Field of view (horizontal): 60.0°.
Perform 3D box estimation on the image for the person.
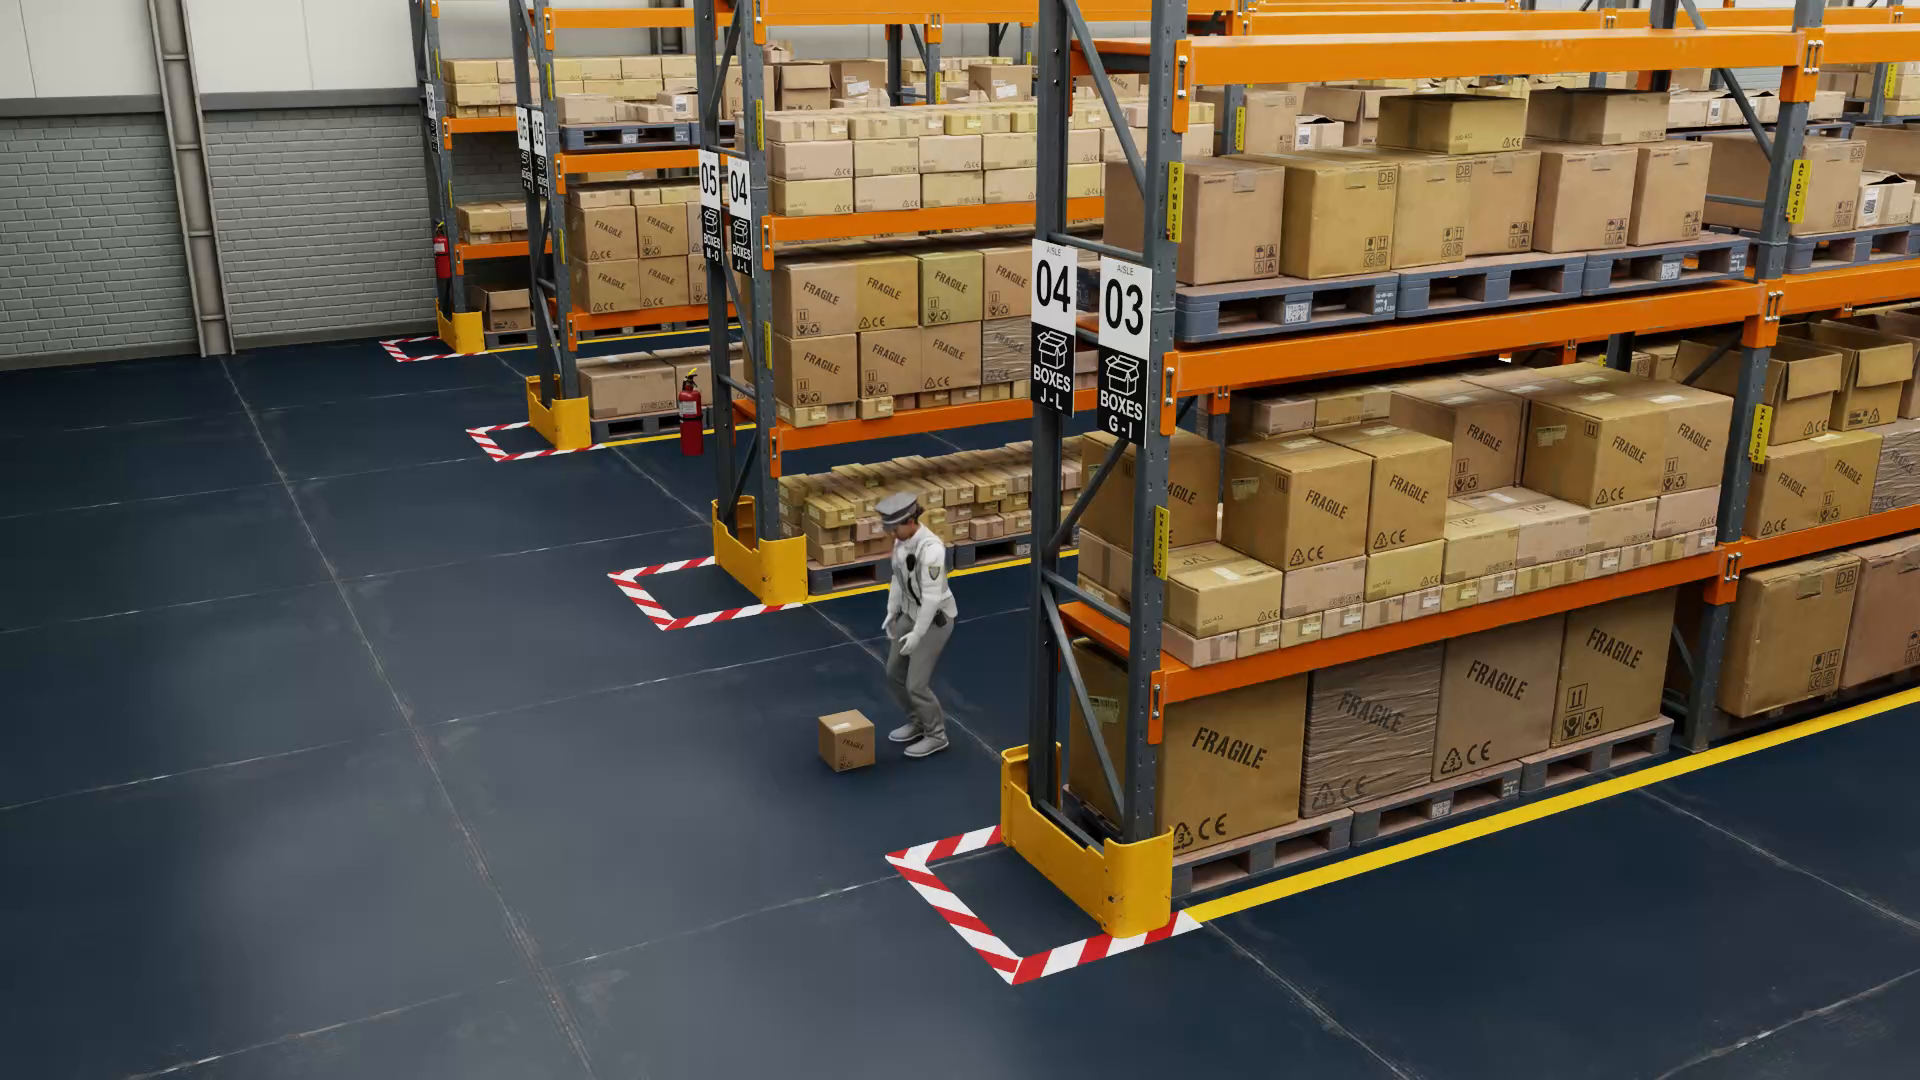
[{"bbox_3d":[-0.256,0.487,9.727,0.485,1.604,0.508,-9,21,-25],"label":"person"}]
